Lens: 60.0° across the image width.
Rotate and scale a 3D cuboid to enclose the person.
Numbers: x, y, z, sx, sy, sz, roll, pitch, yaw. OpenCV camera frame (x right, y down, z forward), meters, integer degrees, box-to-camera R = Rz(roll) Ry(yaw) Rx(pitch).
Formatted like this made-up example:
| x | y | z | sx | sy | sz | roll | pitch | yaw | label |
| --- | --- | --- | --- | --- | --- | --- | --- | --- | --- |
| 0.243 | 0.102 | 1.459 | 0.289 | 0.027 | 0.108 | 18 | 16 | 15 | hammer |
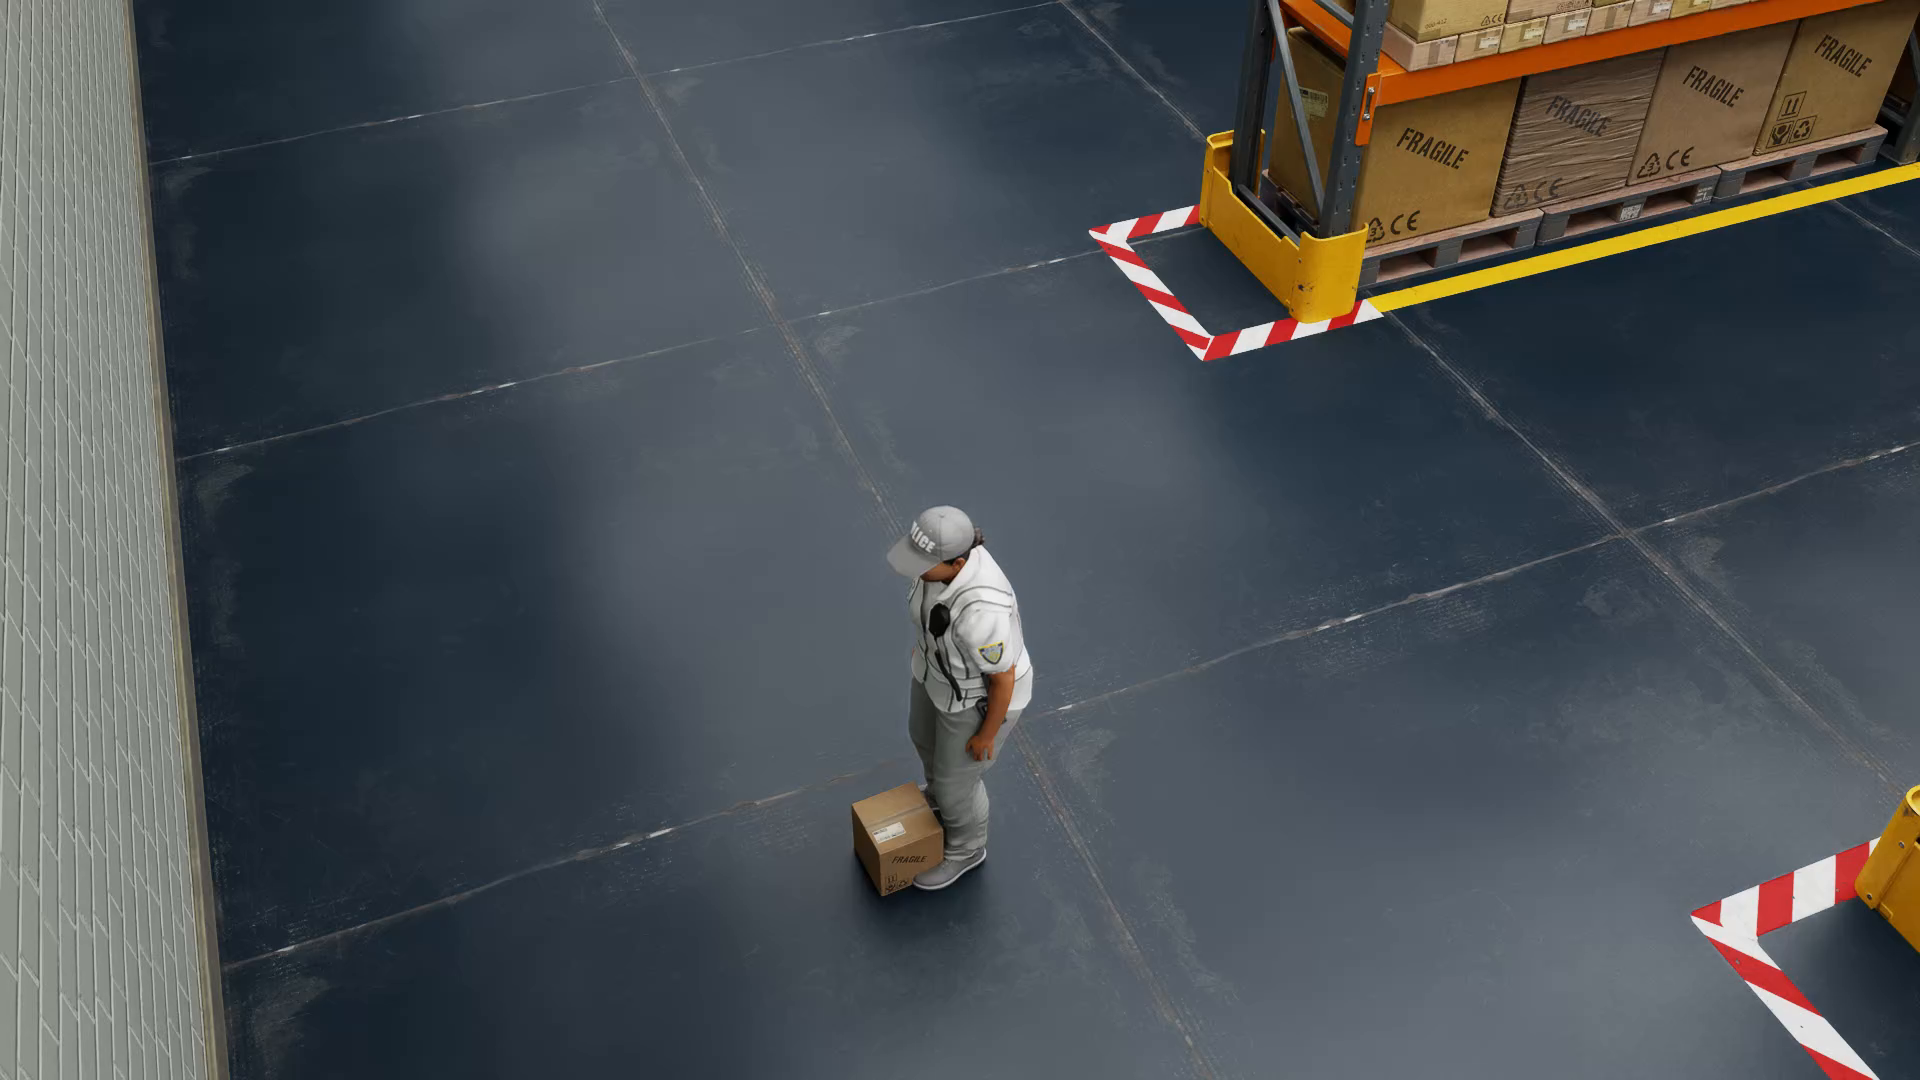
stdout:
| x | y | z | sx | sy | sz | roll | pitch | yaw | label |
| --- | --- | --- | --- | --- | --- | --- | --- | --- | --- |
| -0.024 | 0.496 | 5.604 | 0.470 | 1.665 | 0.560 | -18 | 45 | -19 | person |
